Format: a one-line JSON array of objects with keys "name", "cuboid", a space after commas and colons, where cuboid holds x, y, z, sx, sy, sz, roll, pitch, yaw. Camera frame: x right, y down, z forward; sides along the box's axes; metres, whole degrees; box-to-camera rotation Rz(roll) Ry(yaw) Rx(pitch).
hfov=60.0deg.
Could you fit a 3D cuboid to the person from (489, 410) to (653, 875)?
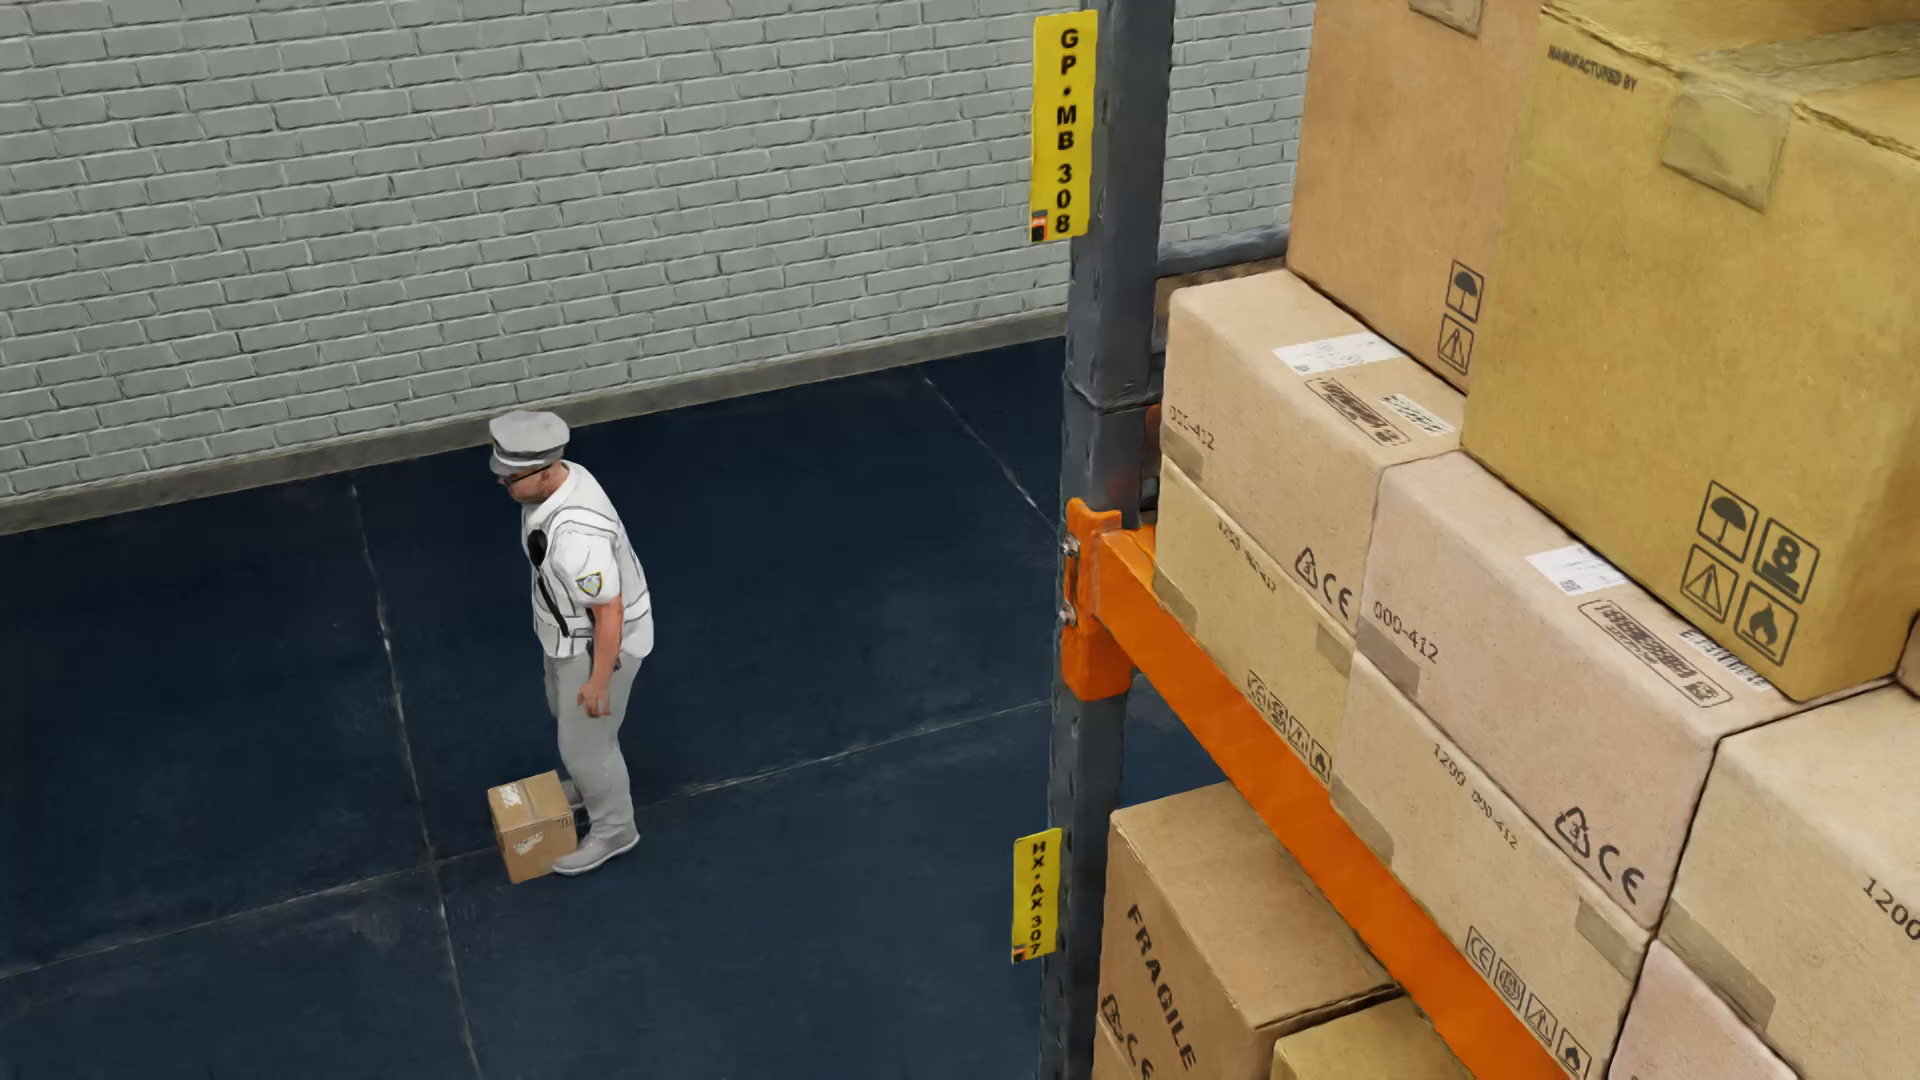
[{"name": "person", "cuboid": [-1.288, 0.338, 5.620, 0.480, 1.746, 0.595, -15, 36, -21]}]
